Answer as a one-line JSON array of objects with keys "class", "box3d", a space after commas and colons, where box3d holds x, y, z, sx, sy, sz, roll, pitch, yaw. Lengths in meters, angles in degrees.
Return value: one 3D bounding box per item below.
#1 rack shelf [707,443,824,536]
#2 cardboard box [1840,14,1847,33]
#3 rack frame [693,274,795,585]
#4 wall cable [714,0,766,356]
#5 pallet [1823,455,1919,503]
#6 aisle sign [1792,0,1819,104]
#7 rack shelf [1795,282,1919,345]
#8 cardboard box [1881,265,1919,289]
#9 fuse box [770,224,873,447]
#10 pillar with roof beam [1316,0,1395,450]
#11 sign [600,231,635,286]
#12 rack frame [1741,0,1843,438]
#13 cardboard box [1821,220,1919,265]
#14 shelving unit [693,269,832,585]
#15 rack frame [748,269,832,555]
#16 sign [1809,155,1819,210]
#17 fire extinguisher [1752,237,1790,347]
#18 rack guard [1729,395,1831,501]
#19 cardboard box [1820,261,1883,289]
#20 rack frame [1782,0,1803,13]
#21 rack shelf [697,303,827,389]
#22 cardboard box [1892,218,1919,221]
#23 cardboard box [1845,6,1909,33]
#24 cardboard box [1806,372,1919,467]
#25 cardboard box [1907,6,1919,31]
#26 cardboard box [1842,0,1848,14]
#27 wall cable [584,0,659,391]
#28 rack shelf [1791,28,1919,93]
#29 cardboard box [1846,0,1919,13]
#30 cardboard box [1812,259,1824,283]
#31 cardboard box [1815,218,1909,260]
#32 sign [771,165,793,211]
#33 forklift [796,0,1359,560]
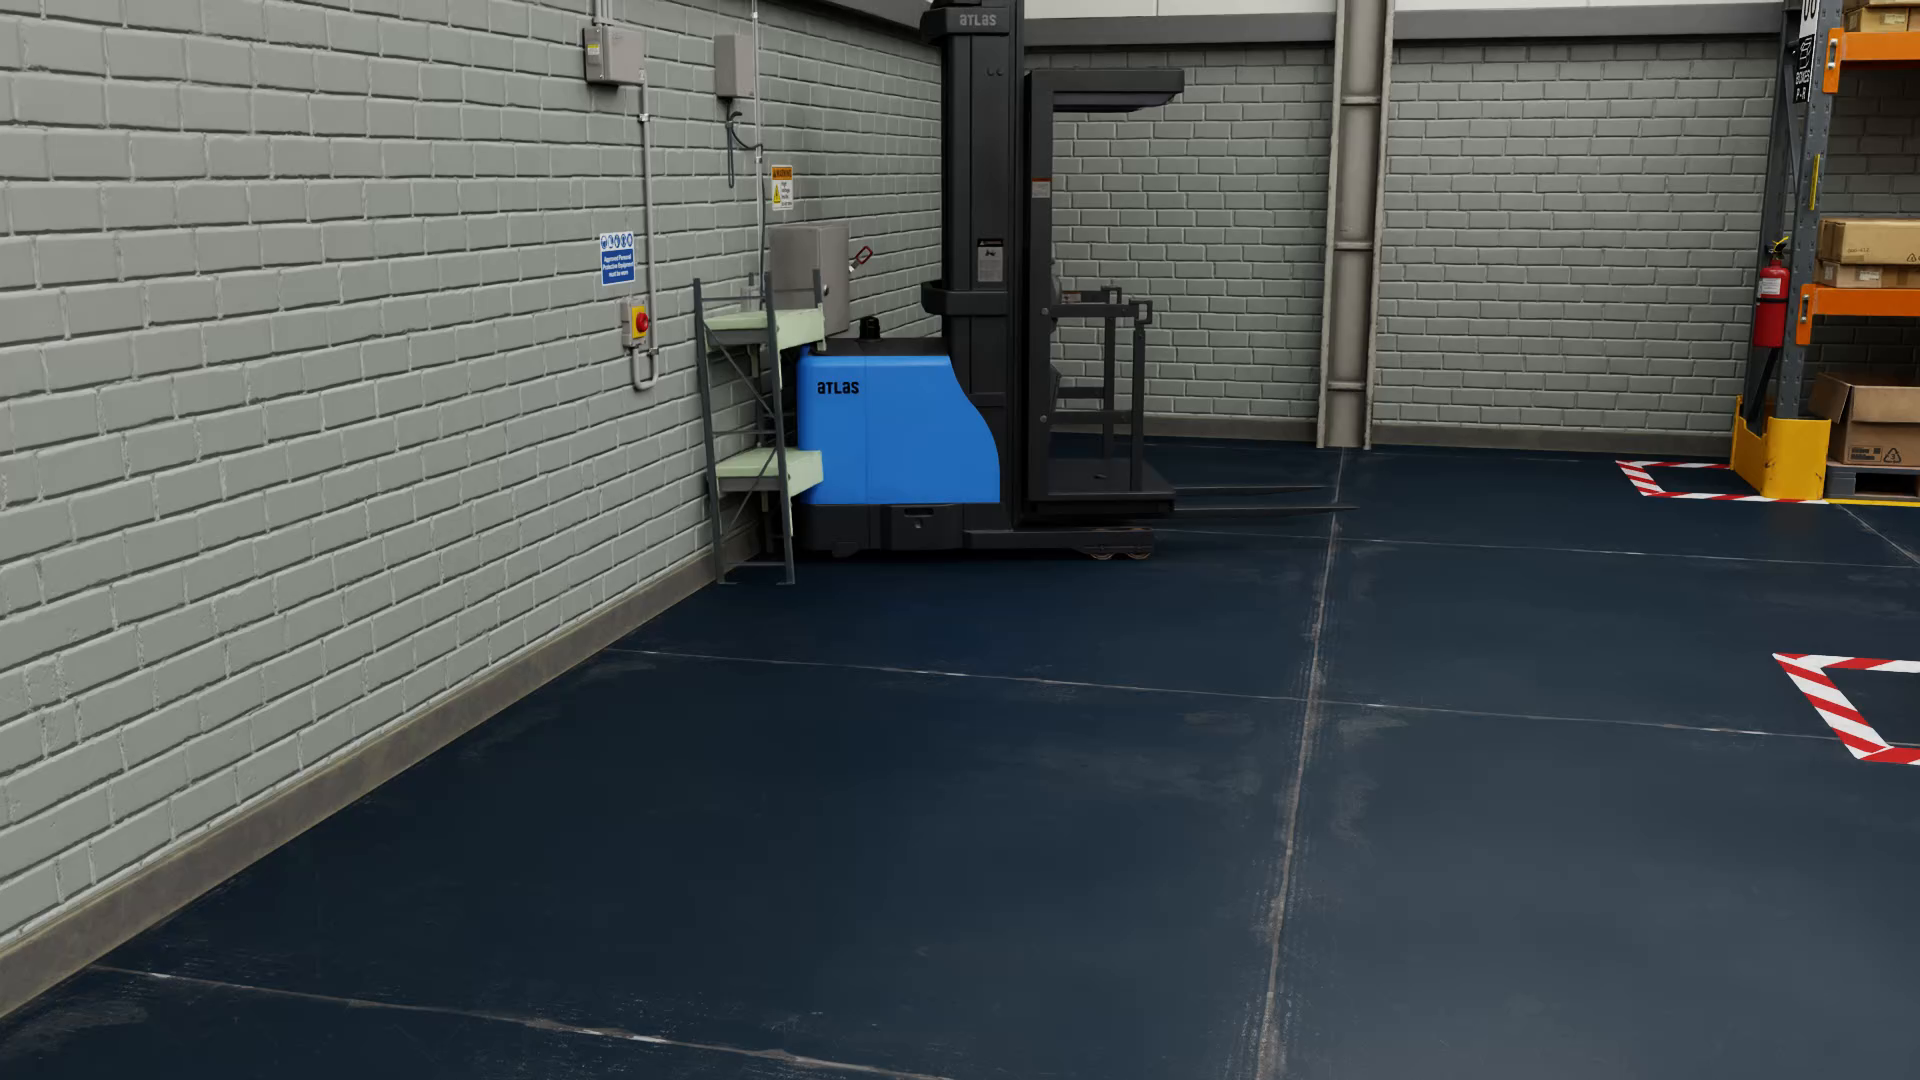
[{"class": "rack shelf", "box3d": [-0.944, -0.267, 8.452, 0.431, 0.370, 0.720, -1, 11, 14]}, {"class": "cardboard box", "box3d": [5.633, -3.216, 10.457, 0.250, 0.149, 0.380, 3, 13, 15]}, {"class": "rack frame", "box3d": [-1.045, -0.517, 8.043, 0.400, 1.500, 0.023, -1, 11, 14]}, {"class": "wall cable", "box3d": [-1.070, -1.881, 8.439, 0.122, 1.984, 0.588, 3, 13, 14]}, {"class": "pallet", "box3d": [6.115, -0.435, 10.709, 1.213, 0.211, 1.003, 3, 13, 14]}, {"class": "aisle sign", "box3d": [5.131, -3.053, 10.067, 0.004, 0.787, 0.394, 3, 13, 14]}, {"class": "rack shelf", "box3d": [7.209, -1.387, 10.221, 4.000, 0.370, 1.077, 3, 13, 14]}, {"class": "cardboard box", "box3d": [5.779, -1.641, 10.285, 0.250, 0.149, 0.380, 3, 13, 15]}, {"class": "fuse box", "box3d": [-0.753, -0.891, 9.298, 0.414, 1.711, 0.539, 3, 13, 14]}, {"class": "pillar with roof beam", "box3d": [1.834, -4.195, 7.366, 0.400, 9.000, 9.100, 3, 13, 14]}, {"class": "sign", "box3d": [-1.469, -1.211, 7.141, 0.001, 0.218, 0.327, 3, 13, 14]}, {"class": "rack frame", "box3d": [5.267, -1.842, 10.611, 0.127, 3.000, 1.000, 3, 13, 14]}, {"class": "cardboard box", "box3d": [5.643, -1.834, 10.233, 0.500, 0.250, 0.500, 3, 13, 14]}, {"class": "shelving unit", "box3d": [-0.961, -0.587, 8.392, 0.431, 1.500, 0.755, -1, 11, 14]}, {"class": "rack frame", "box3d": [-0.878, -0.657, 8.741, 0.400, 1.500, 0.023, -1, 11, 14]}, {"class": "sign", "box3d": [5.138, -2.150, 10.003, 0.005, 0.325, 0.100, 3, 13, 14]}, {"class": "fire extinguisher", "box3d": [5.014, -1.533, 10.256, 0.183, 0.674, 0.296, 3, 13, 14]}, {"class": "rack guard", "box3d": [5.341, -0.618, 10.864, 0.348, 0.500, 1.175, 3, 13, 14]}, {"class": "cardboard box", "box3d": [5.521, -1.645, 10.301, 0.250, 0.149, 0.380, 3, 13, 13]}, {"class": "rack frame", "box3d": [5.267, -4.771, 9.961, 0.127, 3.000, 1.000, 3, 13, 14]}, {"class": "rack shelf", "box3d": [-0.982, -0.970, 8.320, 0.431, 0.370, 0.720, -1, 11, 14]}, {"class": "cardboard box", "box3d": [6.278, -1.919, 10.617, 0.500, 0.250, 0.500, 3, 13, 14]}, {"class": "cardboard box", "box3d": [5.521, -3.118, 10.018, 0.250, 0.149, 0.380, 3, 13, 15]}, {"class": "cardboard box", "box3d": [5.838, -0.777, 10.603, 0.637, 0.503, 0.797, 3, 13, 11]}, {"class": "cardboard box", "box3d": [5.782, -3.110, 9.982, 0.250, 0.149, 0.380, 3, 13, 15]}, {"class": "cardboard box", "box3d": [5.764, -3.413, 10.424, 0.500, 0.250, 0.500, 3, 13, 13]}, {"class": "wall cable", "box3d": [-1.398, -1.597, 7.088, 0.123, 1.953, 0.585, 3, 13, 14]}, {"class": "rack shelf", "box3d": [7.209, -2.851, 9.896, 4.000, 0.370, 1.077, 3, 13, 14]}, {"class": "cardboard box", "box3d": [5.633, -3.298, 9.907, 0.500, 0.250, 0.500, 3, 13, 13]}, {"class": "cardboard box", "box3d": [5.653, -1.759, 10.815, 0.250, 0.149, 0.380, 3, 13, 13]}, {"class": "cardboard box", "box3d": [5.778, -1.946, 10.739, 0.500, 0.250, 0.500, 3, 13, 15]}, {"class": "sign", "box3d": [-0.968, -1.922, 9.065, 0.001, 0.242, 0.339, 3, 13, 14]}, {"class": "forklift", "box3d": [0.628, -1.439, 8.955, 3.031, 2.935, 1.130, -1, 13, -4]}]
